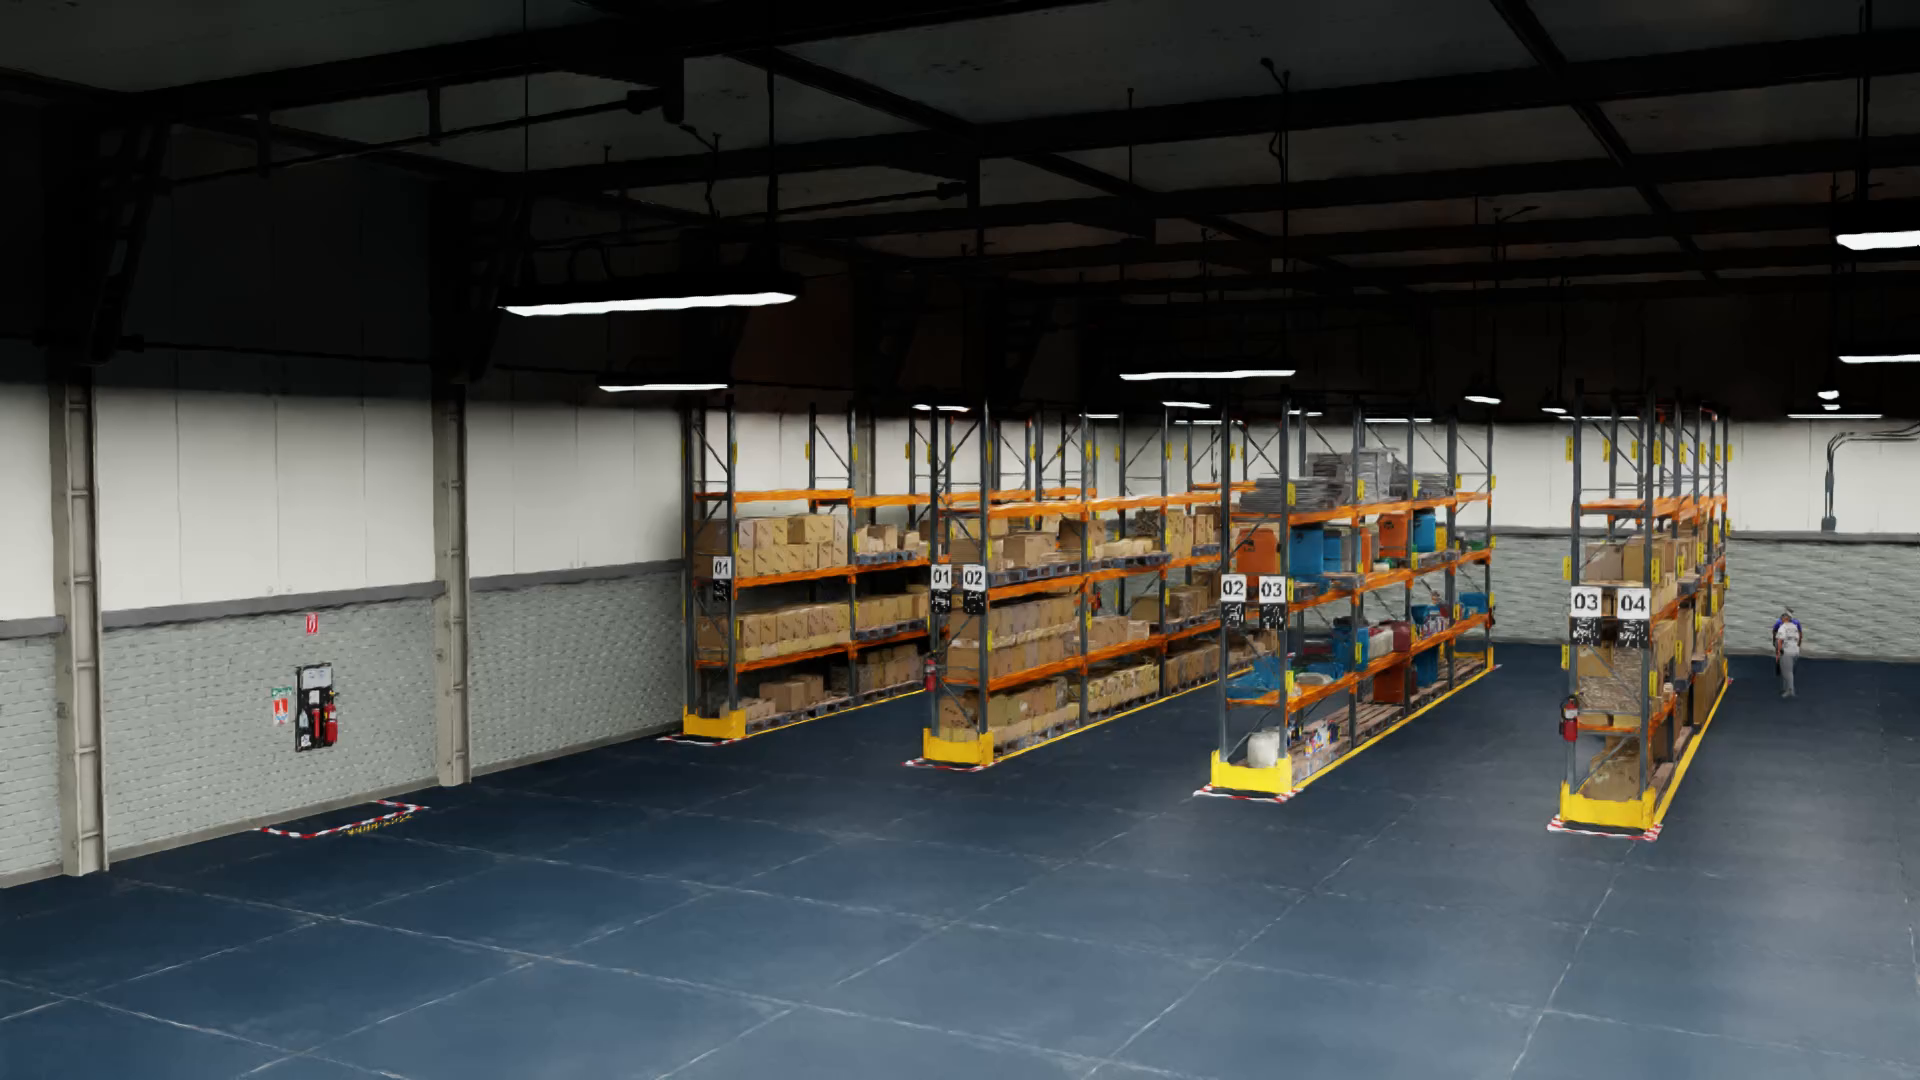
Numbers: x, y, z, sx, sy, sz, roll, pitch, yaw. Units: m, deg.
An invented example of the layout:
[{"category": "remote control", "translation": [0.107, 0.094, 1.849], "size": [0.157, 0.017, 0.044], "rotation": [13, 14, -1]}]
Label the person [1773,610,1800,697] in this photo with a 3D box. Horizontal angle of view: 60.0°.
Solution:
[{"category": "person", "translation": [16.906, 2.321, 34.077], "size": [0.654, 1.745, 0.573], "rotation": [-2, 4, -35]}]

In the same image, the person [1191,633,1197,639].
[{"category": "person", "translation": [5.773, 2.016, 41.366], "size": [0.523, 1.591, 0.522], "rotation": [-2, 4, -33]}]

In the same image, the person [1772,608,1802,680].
[{"category": "person", "translation": [18.219, 2.281, 36.631], "size": [0.592, 1.604, 0.518], "rotation": [1, 3, 25]}]

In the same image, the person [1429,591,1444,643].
[{"category": "person", "translation": [11.644, 2.048, 40.656], "size": [0.461, 1.622, 0.872], "rotation": [3, 4, 44]}]
